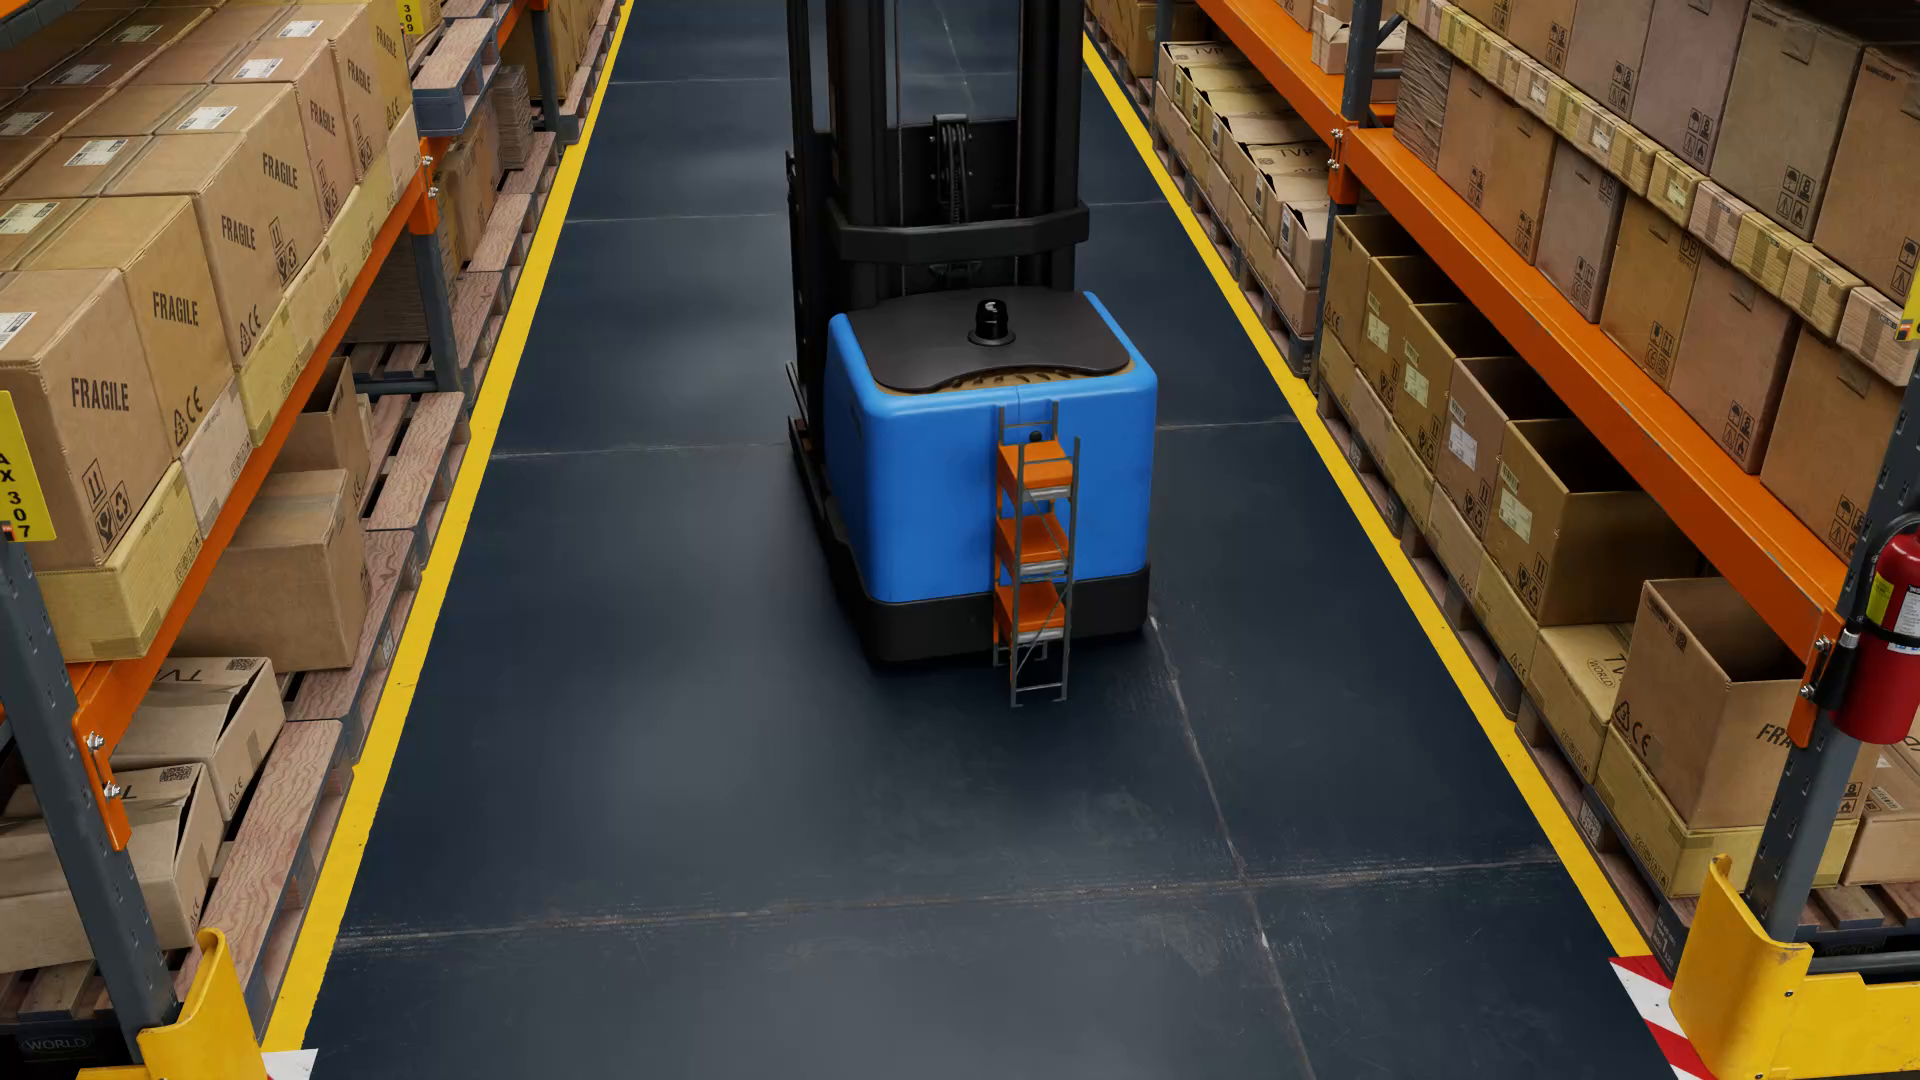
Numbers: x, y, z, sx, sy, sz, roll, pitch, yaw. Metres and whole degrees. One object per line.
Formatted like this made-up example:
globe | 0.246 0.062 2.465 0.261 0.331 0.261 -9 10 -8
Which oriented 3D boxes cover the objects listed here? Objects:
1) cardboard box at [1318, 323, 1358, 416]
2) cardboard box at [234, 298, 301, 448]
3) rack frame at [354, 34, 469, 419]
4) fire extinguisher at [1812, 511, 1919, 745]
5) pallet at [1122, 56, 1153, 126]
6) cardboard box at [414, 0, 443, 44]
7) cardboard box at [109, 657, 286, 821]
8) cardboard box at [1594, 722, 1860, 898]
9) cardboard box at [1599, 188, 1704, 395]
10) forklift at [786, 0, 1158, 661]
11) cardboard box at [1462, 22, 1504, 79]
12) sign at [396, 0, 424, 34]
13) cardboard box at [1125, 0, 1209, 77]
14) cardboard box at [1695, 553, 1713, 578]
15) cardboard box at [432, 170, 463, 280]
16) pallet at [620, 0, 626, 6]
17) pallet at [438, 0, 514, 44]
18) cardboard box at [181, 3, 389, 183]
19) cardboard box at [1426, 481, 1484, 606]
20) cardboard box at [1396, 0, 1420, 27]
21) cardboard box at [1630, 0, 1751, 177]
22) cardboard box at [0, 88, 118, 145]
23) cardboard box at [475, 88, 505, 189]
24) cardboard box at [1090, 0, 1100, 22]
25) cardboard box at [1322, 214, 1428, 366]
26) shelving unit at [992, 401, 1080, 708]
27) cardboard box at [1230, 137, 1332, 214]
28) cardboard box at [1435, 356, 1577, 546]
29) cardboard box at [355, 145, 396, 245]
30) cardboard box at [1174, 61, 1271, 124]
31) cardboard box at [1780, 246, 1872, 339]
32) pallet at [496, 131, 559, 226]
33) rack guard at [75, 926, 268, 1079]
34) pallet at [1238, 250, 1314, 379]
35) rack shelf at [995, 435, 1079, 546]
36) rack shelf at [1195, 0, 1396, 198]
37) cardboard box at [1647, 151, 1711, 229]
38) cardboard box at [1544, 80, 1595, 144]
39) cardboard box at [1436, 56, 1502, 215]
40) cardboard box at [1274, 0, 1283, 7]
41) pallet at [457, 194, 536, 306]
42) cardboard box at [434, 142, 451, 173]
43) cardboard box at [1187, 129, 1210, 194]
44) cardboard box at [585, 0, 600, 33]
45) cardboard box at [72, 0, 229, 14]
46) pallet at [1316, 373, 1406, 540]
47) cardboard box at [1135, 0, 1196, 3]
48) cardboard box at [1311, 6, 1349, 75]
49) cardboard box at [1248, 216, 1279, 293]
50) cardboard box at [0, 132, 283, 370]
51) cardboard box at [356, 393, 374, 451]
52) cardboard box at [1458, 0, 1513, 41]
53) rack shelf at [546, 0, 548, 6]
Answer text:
cardboard box | 1.917 -0.771 7.387 0.500 0.250 0.500 -3 31 -5
cardboard box | -2.217 -0.474 4.745 0.500 0.250 0.500 -3 31 -5
rack frame | -2.757 -1.783 6.810 1.000 3.000 0.127 -3 31 -5
fire extinguisher | 2.097 0.136 3.673 0.296 0.674 0.183 -3 31 -5
pallet | 1.769 -3.250 11.986 1.003 0.211 1.213 -3 31 -5
cardboard box | -2.815 -2.562 7.587 0.700 0.500 0.500 0 31 1
cardboard box | -2.411 0.576 5.053 0.500 0.311 0.500 0 31 0
cardboard box | 2.205 0.761 4.823 0.500 0.250 0.500 -3 31 -5
cardboard box | 2.423 -0.783 5.039 0.700 0.500 0.500 -3 31 -4
forklift | -0.140 -1.572 6.523 1.130 2.935 3.031 -7 32 -11
cardboard box | 2.083 -1.803 6.114 0.380 0.149 0.250 -3 31 -5
sign | -2.217 -2.184 6.638 0.100 0.325 0.005 -3 31 -5
cardboard box | 1.480 -3.646 11.938 0.500 0.500 0.500 -2 31 -3
cardboard box | 2.612 -0.096 5.526 0.500 0.500 0.500 -3 31 -5
cardboard box | -2.940 -1.535 8.403 0.700 0.500 0.500 -3 31 -6
pallet | -3.497 -5.062 15.019 1.003 0.211 1.213 -3 31 -5
pallet | -2.905 -2.734 8.589 1.003 0.211 1.213 -3 31 -5
cardboard box | -2.352 -1.568 5.845 0.500 0.500 0.500 -3 31 -5
cardboard box | 2.052 -0.005 6.104 0.500 0.250 0.500 -3 31 -5
cardboard box | 2.007 -2.197 6.773 0.380 0.149 0.250 -3 31 -5
cardboard box | 2.411 -1.371 4.758 0.700 0.500 0.500 -3 31 -4
cardboard box | -2.775 -1.016 4.921 0.500 0.500 0.500 -2 31 -4
cardboard box | -3.079 -2.307 9.696 0.700 0.500 0.500 -3 31 -5
cardboard box | 1.330 -4.436 13.261 0.500 0.500 0.500 -2 31 -4
cardboard box | 1.907 -1.092 7.194 0.500 0.500 0.500 -3 31 -5
shelving unit | 0.249 0.064 5.610 0.215 1.050 0.252 -7 34 -12
cardboard box | 1.753 -1.976 8.858 0.500 0.311 0.500 -3 31 -5
cardboard box | 2.049 -0.326 5.912 0.500 0.500 0.500 -3 31 -5
cardboard box | -2.372 -1.245 6.036 0.500 0.250 0.500 -3 31 -4
cardboard box | 1.615 -2.756 10.163 0.500 0.311 0.500 -3 31 -6
cardboard box | 2.298 -0.621 4.134 0.380 0.149 0.250 -2 31 -3
pallet | -3.059 -2.229 10.276 1.003 0.211 1.213 -3 31 -5
rack guard | -2.390 1.294 4.097 1.175 0.500 0.348 -3 31 -5
pallet | 2.067 -1.199 8.552 1.003 0.211 1.213 -3 31 -5
rack shelf | 0.251 -0.165 5.462 0.215 0.259 0.240 -7 34 -12
rack shelf | 1.988 -2.734 9.104 1.077 0.370 4.000 -3 31 -5
cardboard box | 2.227 -1.014 4.792 0.380 0.149 0.250 -2 31 -3
cardboard box | 2.156 -1.406 5.449 0.380 0.149 0.250 -3 31 -5
cardboard box | 2.279 -1.570 6.356 0.700 0.500 0.500 -3 31 -5
cardboard box | 1.974 -3.251 9.171 0.500 0.500 0.500 -4 31 -7
pallet | -2.948 -1.607 9.235 1.003 0.211 1.213 -3 31 -5
cardboard box | -2.939 -2.086 8.594 0.500 0.250 0.500 -4 31 -6
cardboard box | 1.660 -2.261 9.882 0.500 0.250 0.500 -4 31 -6
cardboard box | -3.228 -4.345 12.787 0.750 0.750 0.750 -2 31 -3
cardboard box | -2.921 -1.799 6.232 0.500 0.500 0.500 -3 31 -6
pallet | 2.208 -0.417 7.242 1.003 0.211 1.213 -3 31 -5
cardboard box | 1.471 -3.997 11.794 0.500 0.250 0.500 -2 31 -3
cardboard box | 1.910 -2.405 7.982 0.396 0.266 0.258 -3 31 -6
cardboard box | 1.802 -1.478 8.571 0.500 0.250 0.500 -3 31 -5
cardboard box | -2.206 -0.782 4.529 0.500 0.500 0.500 -4 31 -6
cardboard box | -2.677 -0.484 6.969 0.380 0.166 0.250 -7 32 -11
cardboard box | 2.271 -2.138 6.041 0.700 0.500 0.500 -3 31 -5
rack shelf | -3.317 -4.537 12.123 1.077 0.370 4.000 -3 31 -5
